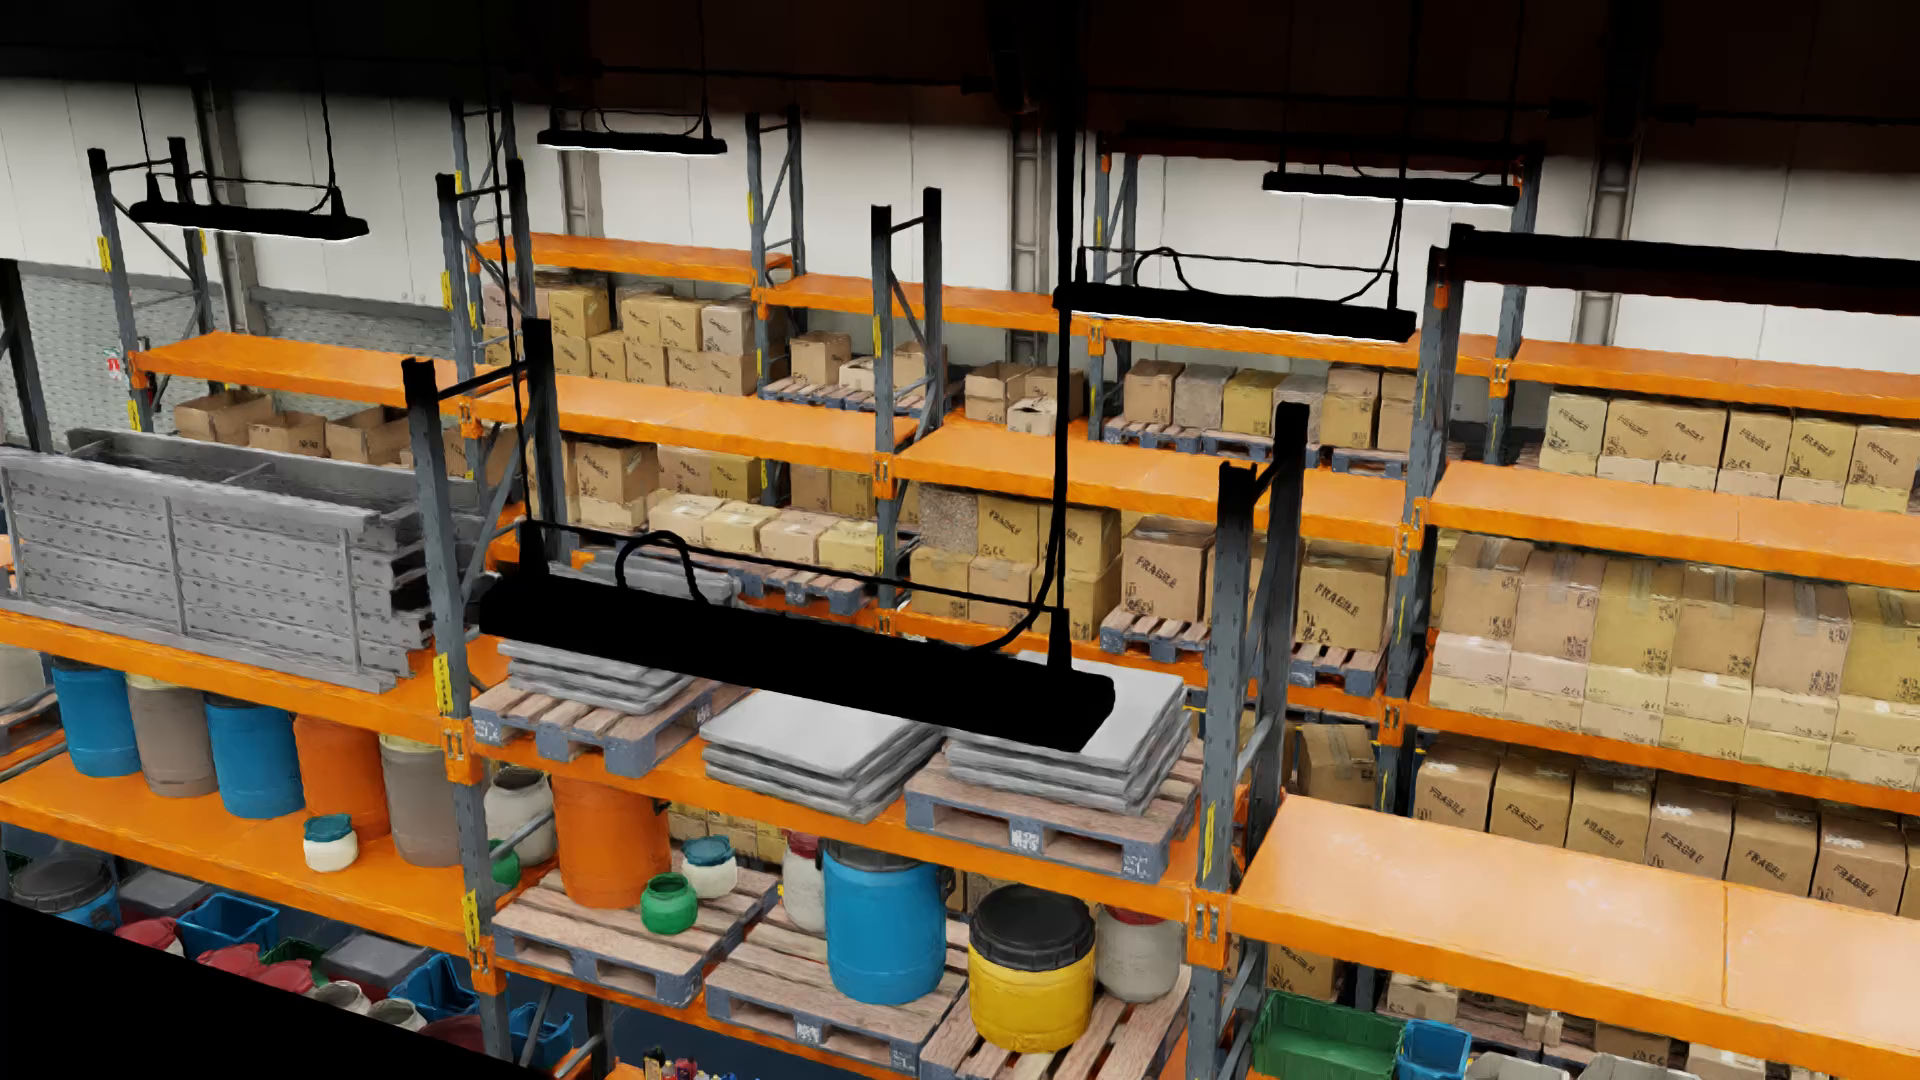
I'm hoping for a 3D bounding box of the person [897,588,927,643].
[{"bbox_3d":[-0.555,1.144,17.327,0.999,1.623,0.461,8,22,21],"label":"person"}]
